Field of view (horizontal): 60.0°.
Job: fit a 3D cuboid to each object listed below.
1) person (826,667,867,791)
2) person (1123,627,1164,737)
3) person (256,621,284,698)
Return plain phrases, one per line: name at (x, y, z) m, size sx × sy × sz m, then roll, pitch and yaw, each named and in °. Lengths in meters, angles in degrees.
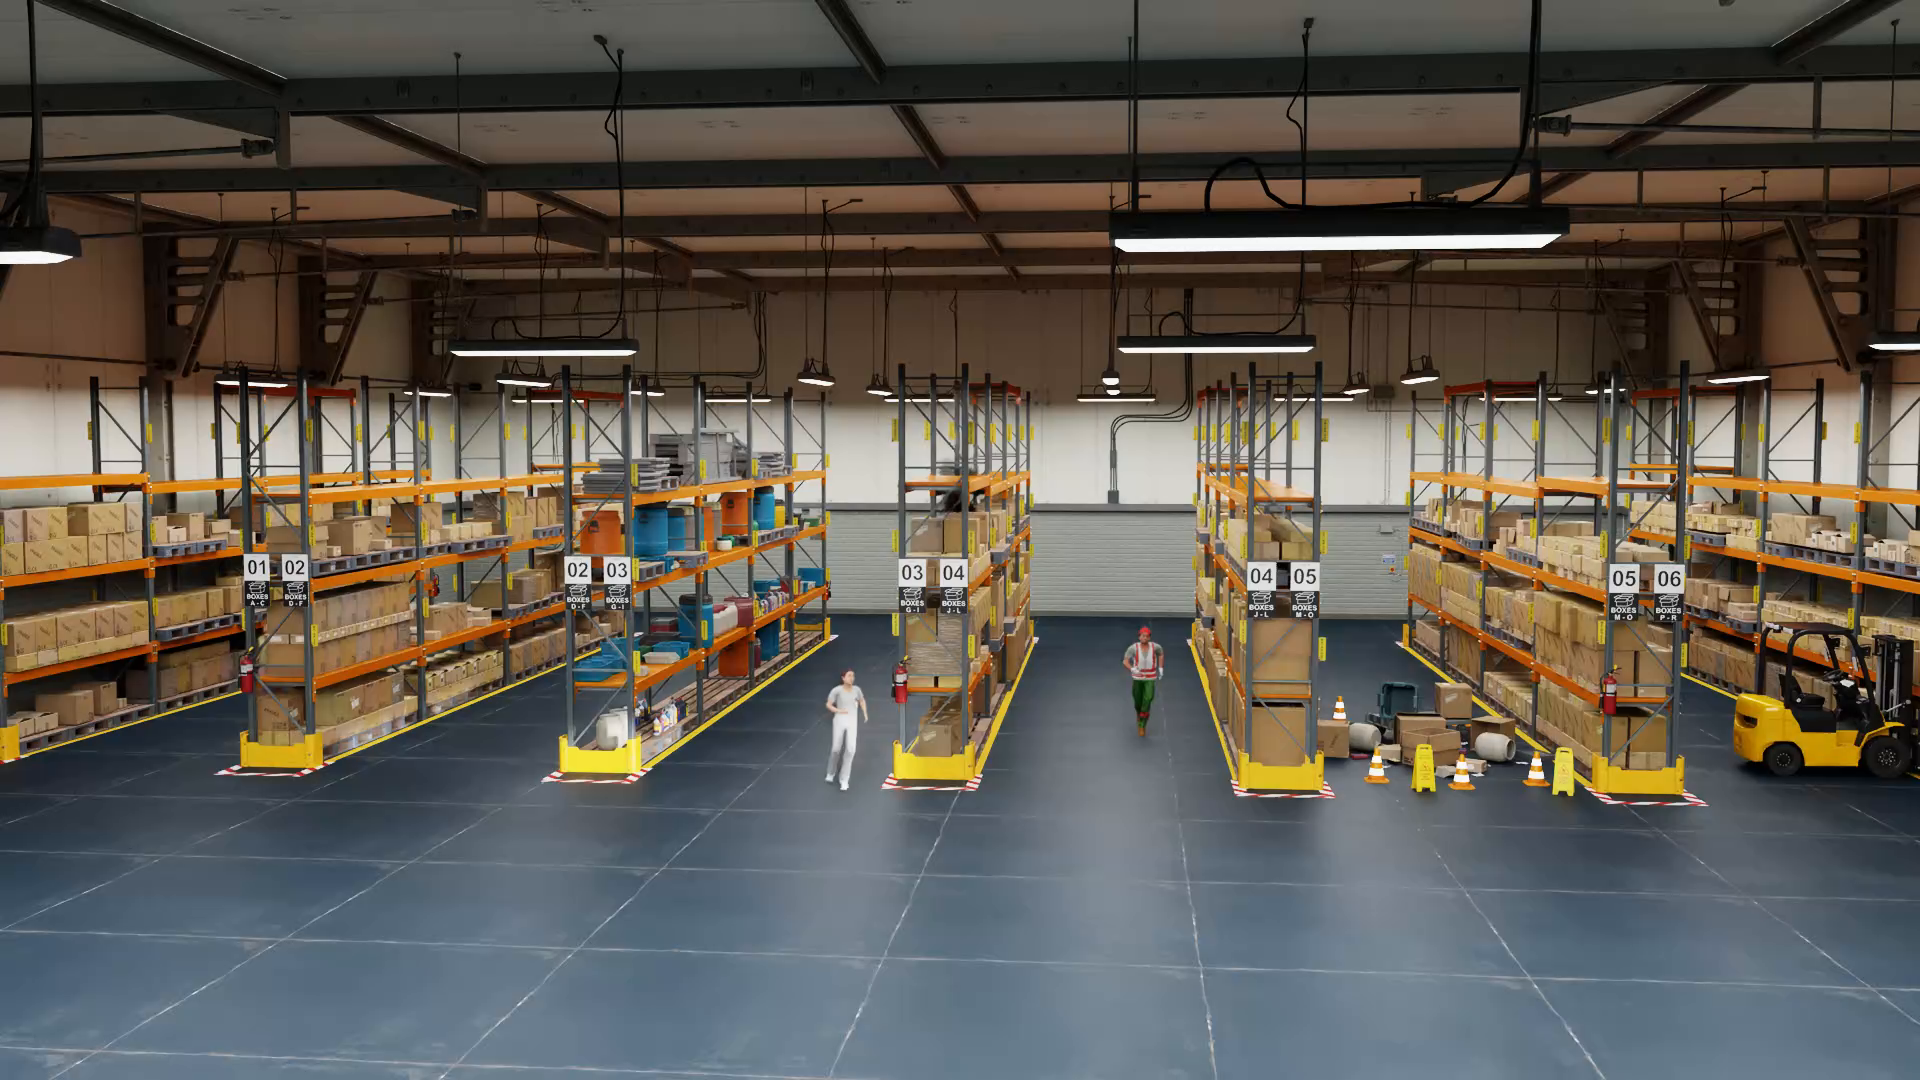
person at (-1.598, 2.656, 23.628) m, size 0.621 × 1.690 × 0.712 m, roll -1°, pitch 4°, yaw -19°
person at (3.065, 2.329, 27.767) m, size 0.685 × 1.775 × 1.032 m, roll 0°, pitch 4°, yaw 3°
person at (-12.187, 2.259, 29.345) m, size 0.568 × 1.678 × 0.940 m, roll 0°, pitch 4°, yaw -4°
